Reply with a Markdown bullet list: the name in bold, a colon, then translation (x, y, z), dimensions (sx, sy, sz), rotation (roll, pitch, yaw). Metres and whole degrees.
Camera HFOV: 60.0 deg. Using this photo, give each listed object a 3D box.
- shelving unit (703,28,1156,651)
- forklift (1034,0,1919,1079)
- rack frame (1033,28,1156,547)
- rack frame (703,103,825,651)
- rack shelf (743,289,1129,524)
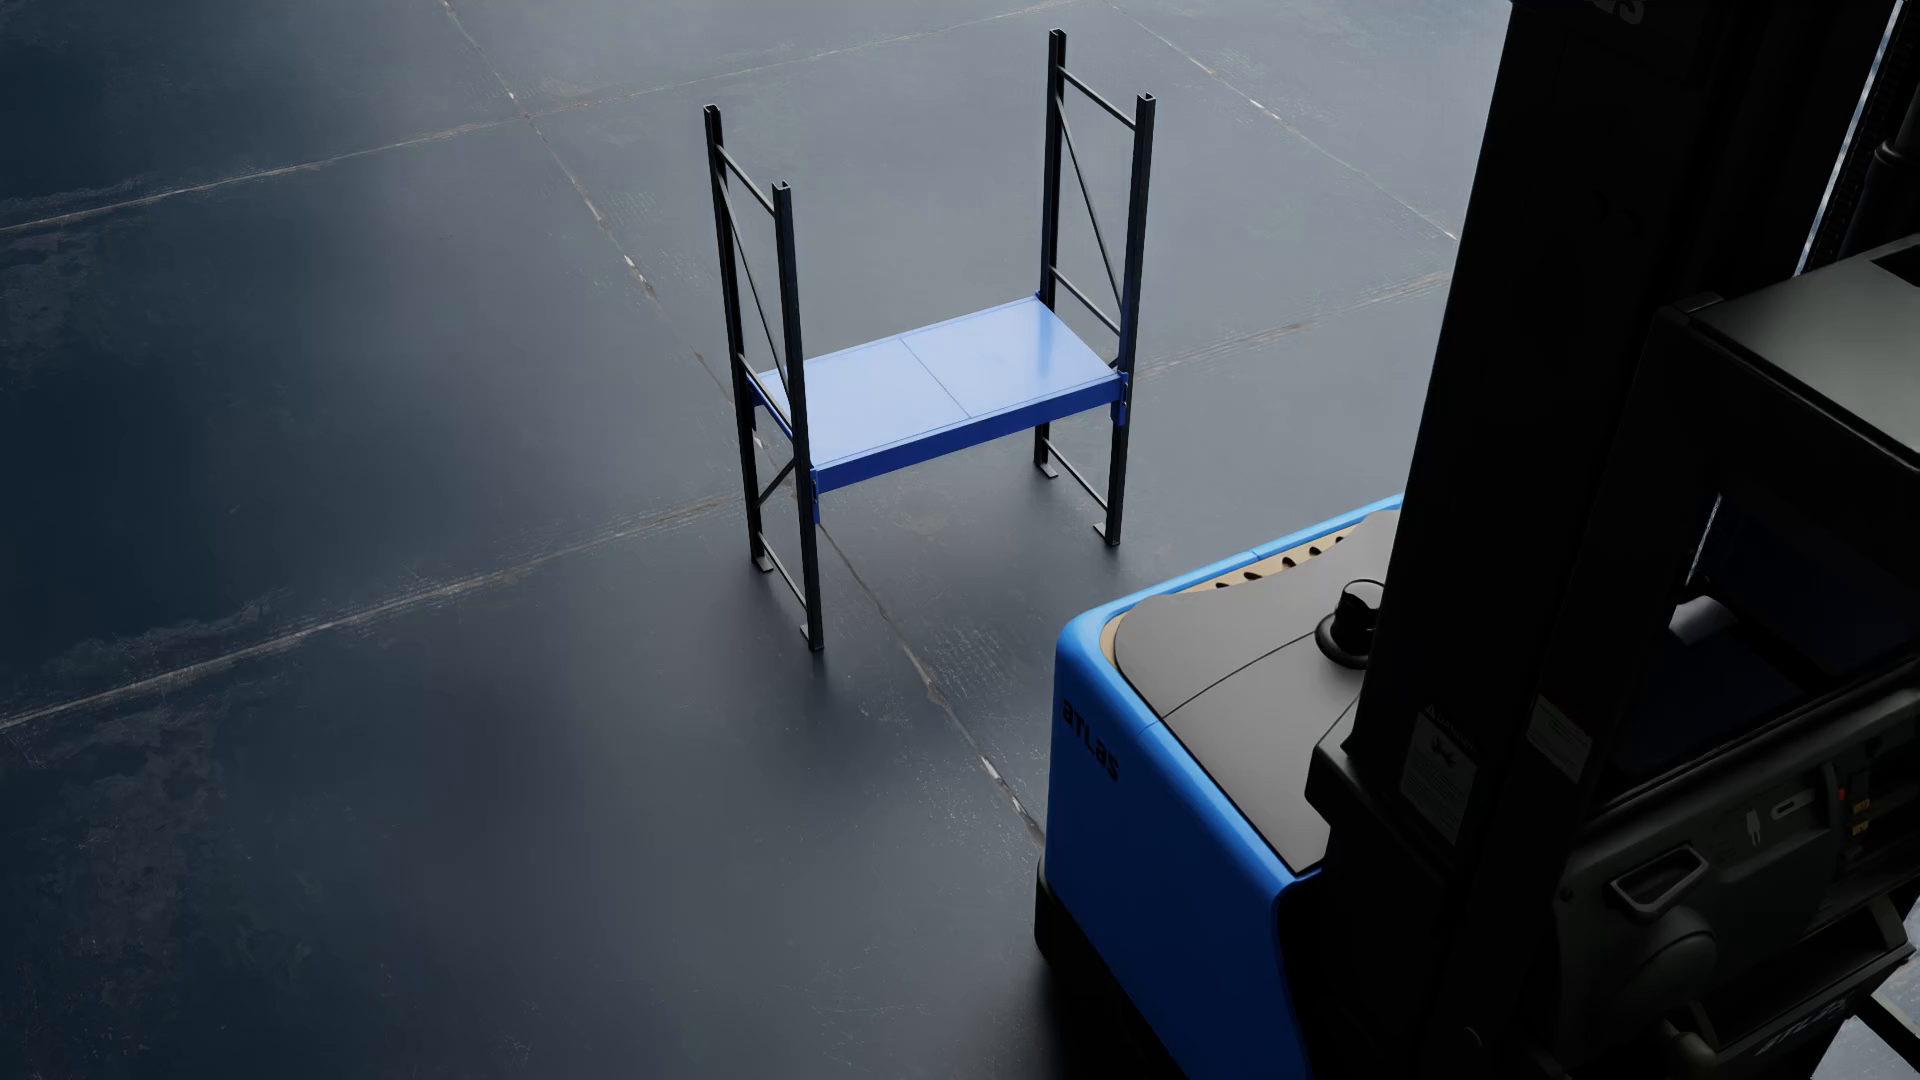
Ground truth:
- **shelving unit**: translation (-0.076, -0.547, 4.735), dimensions (1.048, 1.500, 0.538), rotation (-19, 44, -21)
- **forklift**: translation (1.322, 0.559, 2.321), dimensions (1.130, 2.935, 3.031), rotation (-19, 44, -21)
- **rack frame**: translation (0.375, -0.699, 4.915), dimensions (0.032, 1.500, 0.500), rotation (-19, 44, -21)
- **rack frame**: translation (-0.527, -0.395, 4.556), dimensions (0.032, 1.500, 0.500), rotation (-19, 44, -21)
- **rack shelf**: translation (-0.076, -0.410, 4.852), dimensions (1.000, 0.185, 0.538), rotation (-19, 44, -21)
